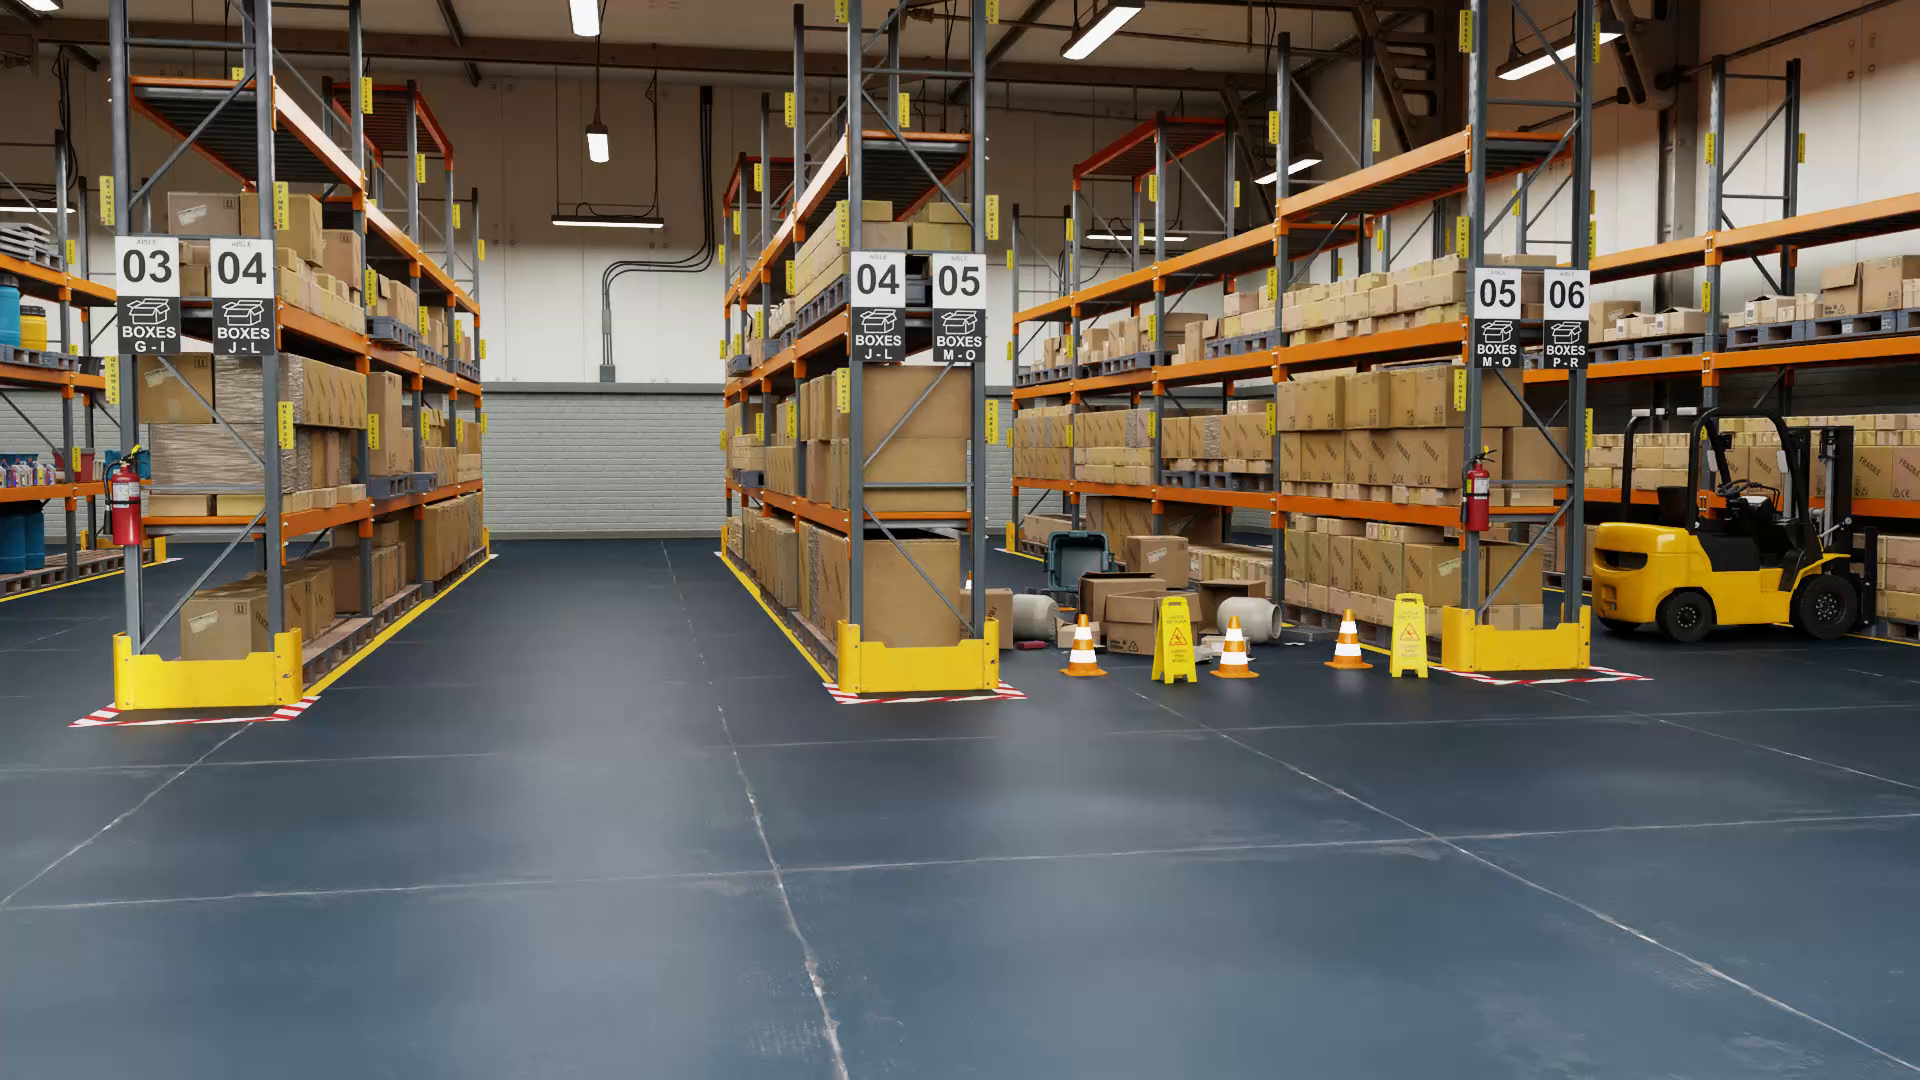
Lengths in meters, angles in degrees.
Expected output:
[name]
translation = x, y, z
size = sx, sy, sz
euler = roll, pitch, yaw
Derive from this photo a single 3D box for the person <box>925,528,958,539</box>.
[person]
translation = -0.220, -0.115, 19.248
size = 0.465, 1.675, 0.461
euler = -1, 3, -13
